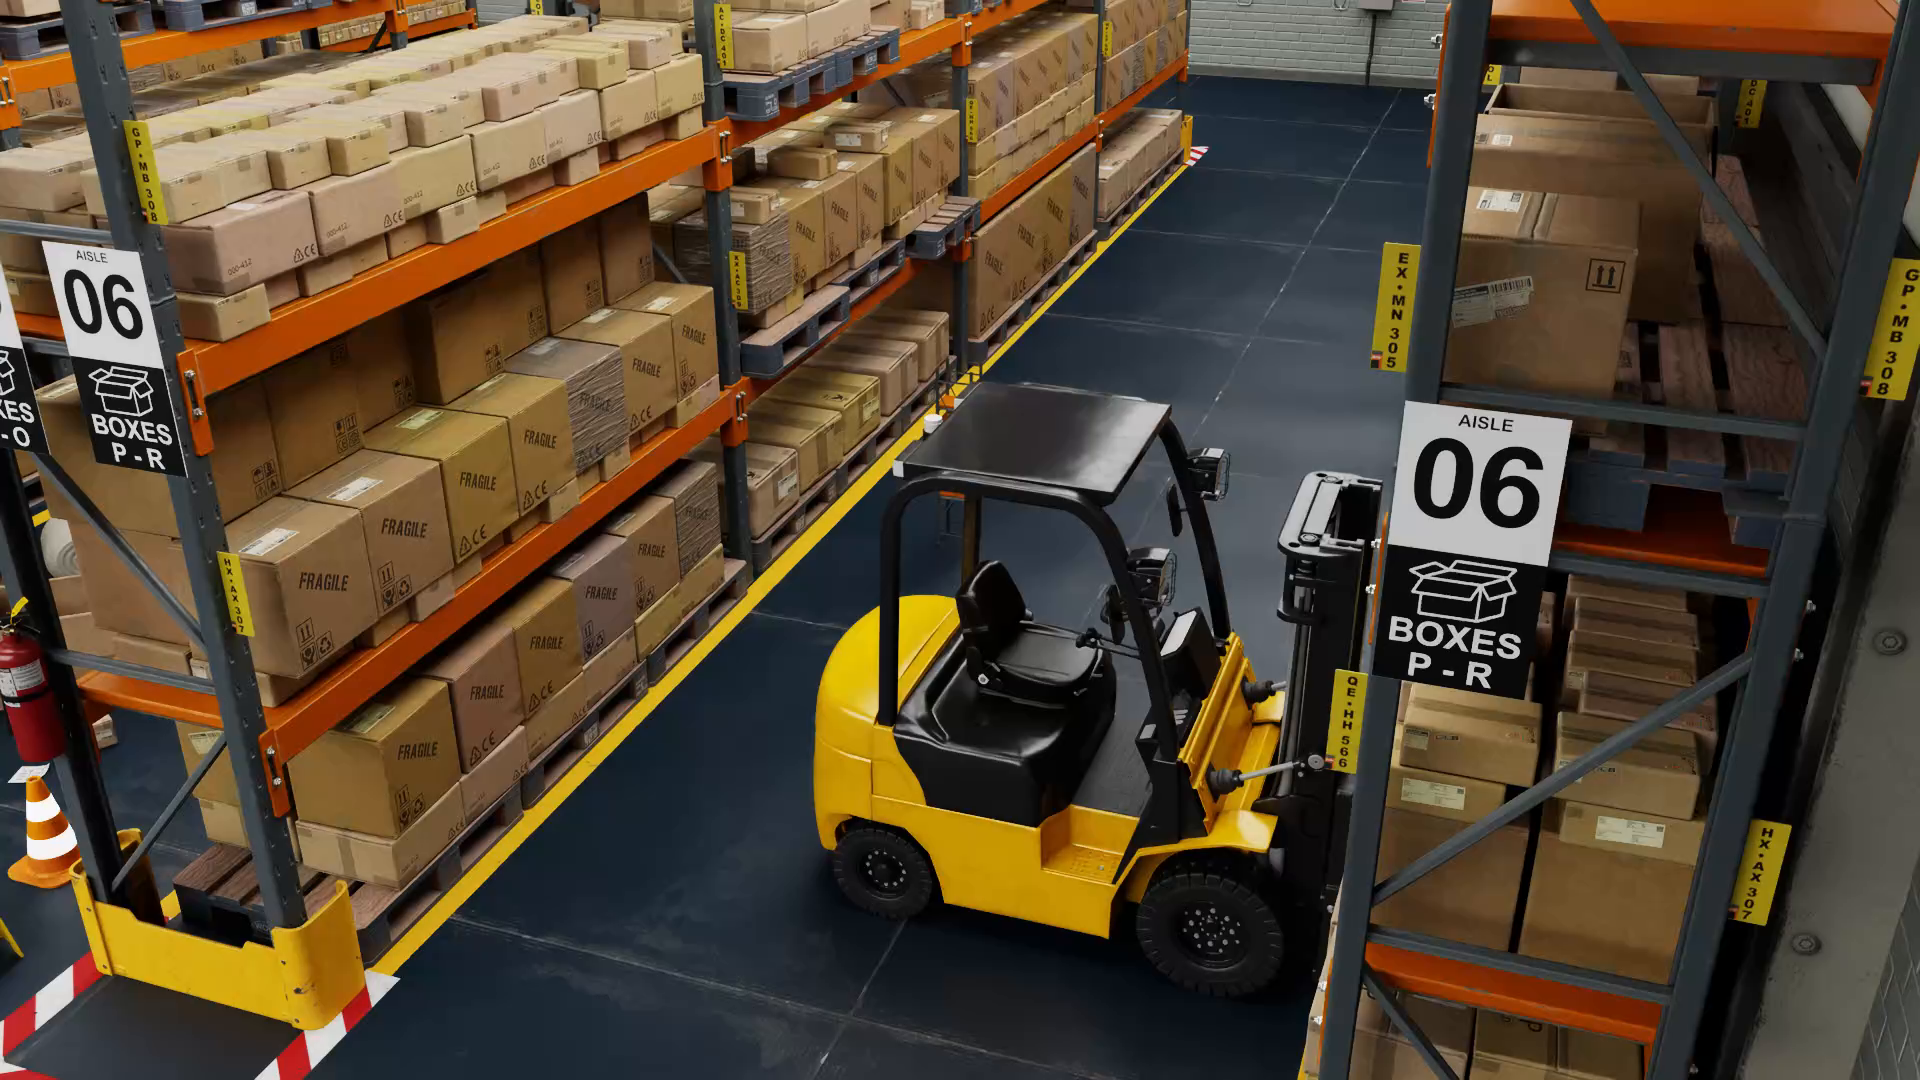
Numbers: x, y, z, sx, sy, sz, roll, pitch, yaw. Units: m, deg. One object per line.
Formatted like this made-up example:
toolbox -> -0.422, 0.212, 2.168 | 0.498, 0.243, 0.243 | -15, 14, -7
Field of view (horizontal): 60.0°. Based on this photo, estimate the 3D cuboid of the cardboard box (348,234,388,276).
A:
cardboard box -> -2.490, -1.152, 6.533 | 0.380, 0.149, 0.250 | 9, 27, 17

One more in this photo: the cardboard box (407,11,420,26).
cardboard box -> -7.257, -6.781, 21.601 | 0.380, 0.149, 0.250 | 8, 27, 16

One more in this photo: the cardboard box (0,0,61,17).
cardboard box -> -6.024, -3.551, 10.757 | 0.258, 0.266, 0.396 | 8, 27, 17

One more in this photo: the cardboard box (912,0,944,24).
cardboard box -> -0.334, -3.860, 12.127 | 0.380, 0.149, 0.250 | 9, 27, 17

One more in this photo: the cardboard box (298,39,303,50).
cardboard box -> -7.942, -5.932, 19.848 | 0.380, 0.149, 0.250 | 8, 27, 16

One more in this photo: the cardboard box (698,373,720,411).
cardboard box -> -1.578, -0.850, 9.351 | 0.380, 0.149, 0.250 | 8, 27, 17

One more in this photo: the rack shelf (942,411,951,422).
rack shelf -> -0.005, -0.710, 10.391 | 0.258, 0.103, 0.180 | 9, 27, 17

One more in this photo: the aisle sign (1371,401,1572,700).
aisle sign -> 1.294, 0.037, 4.248 | 0.394, 0.787, 0.004 | 9, 27, 17

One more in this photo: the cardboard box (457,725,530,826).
cardboard box -> -2.383, 1.053, 7.806 | 0.500, 0.250, 0.500 | 10, 27, 19

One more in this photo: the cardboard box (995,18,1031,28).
cardboard box -> 0.343, -4.570, 15.484 | 0.500, 0.500, 0.500 | 9, 27, 17

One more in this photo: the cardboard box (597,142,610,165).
cardboard box -> -1.934, -1.905, 8.089 | 0.380, 0.149, 0.250 | 8, 27, 16

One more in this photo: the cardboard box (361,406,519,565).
cardboard box -> -2.333, -0.252, 7.372 | 0.500, 0.500, 0.500 | 8, 27, 16

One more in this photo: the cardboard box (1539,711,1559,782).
cardboard box -> 1.972, 0.673, 5.058 | 0.380, 0.149, 0.250 | 9, 27, 17

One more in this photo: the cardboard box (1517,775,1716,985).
cardboard box -> 2.019, 1.015, 5.098 | 0.500, 0.500, 0.500 | 10, 27, 19

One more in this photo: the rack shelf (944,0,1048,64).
rack shelf -> 0.238, -4.631, 14.256 | 1.077, 0.370, 4.000 | 9, 27, 17

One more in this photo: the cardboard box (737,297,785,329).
cardboard box -> -1.276, -1.396, 9.998 | 0.380, 0.149, 0.250 | 9, 27, 18

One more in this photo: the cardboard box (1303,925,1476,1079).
cardboard box -> 1.452, 1.587, 5.556 | 0.500, 0.250, 0.500 | 10, 27, 19

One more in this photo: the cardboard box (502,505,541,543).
cardboard box -> -2.217, -0.125, 7.855 | 0.380, 0.149, 0.250 | 8, 27, 16

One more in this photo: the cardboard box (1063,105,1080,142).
cardboard box -> 0.822, -3.929, 15.595 | 0.500, 0.250, 0.500 | 8, 27, 17

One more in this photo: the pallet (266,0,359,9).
pallet -> -5.293, -4.452, 13.278 | 1.213, 0.211, 1.003 | 10, 28, 20

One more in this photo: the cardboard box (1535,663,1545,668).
cardboard box -> 1.860, 0.515, 6.129 | 0.500, 0.500, 0.500 | 8, 27, 16

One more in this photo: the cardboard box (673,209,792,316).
cardboard box -> -1.332, -1.658, 9.795 | 0.500, 0.500, 0.500 | 9, 27, 19

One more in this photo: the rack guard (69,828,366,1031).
rack guard -> -3.064, 1.598, 6.875 | 1.175, 0.500, 0.348 | 9, 27, 17

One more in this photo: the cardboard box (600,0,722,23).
cardboard box -> -1.686, -3.092, 9.369 | 0.500, 0.250, 0.500 | 9, 27, 19

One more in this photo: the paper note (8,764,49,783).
paper note -> -4.652, 1.164, 8.311 | 0.148, 0.019, 0.142 | 0, 26, -1

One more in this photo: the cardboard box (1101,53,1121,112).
cardboard box -> 1.307, -4.627, 16.749 | 0.500, 0.500, 0.500 | 10, 27, 19

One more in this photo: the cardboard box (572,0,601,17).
cardboard box -> -3.896, -5.964, 18.023 | 0.500, 0.500, 0.500 | 8, 27, 16

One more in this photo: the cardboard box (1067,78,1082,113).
cardboard box -> 0.827, -4.161, 15.501 | 0.500, 0.250, 0.500 | 9, 27, 19

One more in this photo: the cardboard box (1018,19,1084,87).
cardboard box -> 0.827, -4.488, 15.315 | 0.500, 0.500, 0.500 | 9, 27, 18

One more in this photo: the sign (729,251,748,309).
sign -> -1.244, -1.453, 9.316 | 0.100, 0.325, 0.005 | 9, 27, 17

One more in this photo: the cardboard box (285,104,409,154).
cardboard box -> -2.423, -1.615, 6.576 | 0.380, 0.149, 0.250 | 9, 27, 17

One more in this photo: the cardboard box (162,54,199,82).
cardboard box -> -8.678, -5.259, 18.055 | 0.500, 0.500, 0.500 | 8, 27, 17

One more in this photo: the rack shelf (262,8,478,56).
rack shelf -> -7.776, -6.362, 21.273 | 1.077, 0.370, 4.000 | 9, 27, 17

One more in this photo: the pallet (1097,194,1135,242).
pallet -> 1.231, -3.473, 17.680 | 1.003, 0.211, 1.213 | 9, 27, 17

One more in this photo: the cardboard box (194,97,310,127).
cardboard box -> -2.844, -1.677, 6.703 | 0.380, 0.149, 0.250 | 9, 27, 17

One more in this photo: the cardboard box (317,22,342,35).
cardboard box -> -7.868, -6.289, 20.128 | 0.500, 0.250, 0.500 | 9, 27, 17

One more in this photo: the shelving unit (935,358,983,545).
shelving unit -> -0.005, -0.534, 10.476 | 0.258, 1.200, 0.189 | 9, 27, 17

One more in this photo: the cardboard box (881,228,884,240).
cardboard box -> -0.749, -2.157, 11.569 | 0.380, 0.149, 0.250 | 9, 27, 18

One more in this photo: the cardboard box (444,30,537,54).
cardboard box -> -2.326, -2.435, 8.268 | 0.380, 0.149, 0.250 | 8, 27, 16

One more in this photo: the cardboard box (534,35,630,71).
cardboard box -> -1.843, -2.361, 8.116 | 0.380, 0.149, 0.250 | 9, 27, 19

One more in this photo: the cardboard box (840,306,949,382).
cardboard box -> -0.625, -1.559, 13.060 | 0.950, 0.372, 0.625 | 7, 27, 14

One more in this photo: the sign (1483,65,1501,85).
sign -> 2.409, -2.220, 7.497 | 0.100, 0.325, 0.005 | 9, 27, 17

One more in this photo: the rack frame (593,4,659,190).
rack frame -> -3.798, -5.103, 17.848 | 1.000, 3.000, 0.127 | 9, 27, 17

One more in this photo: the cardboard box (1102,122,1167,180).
cardboard box -> 1.813, -4.443, 18.943 | 0.875, 0.438, 0.875 | 9, 27, 19

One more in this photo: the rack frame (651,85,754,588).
rack frame -> -1.758, -1.139, 9.661 | 1.000, 3.000, 0.127 | 9, 27, 17

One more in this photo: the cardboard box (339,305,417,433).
cardboard box -> -2.877, -0.797, 7.351 | 0.700, 0.500, 0.500 | 8, 27, 17

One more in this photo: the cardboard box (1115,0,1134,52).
cardboard box -> 1.465, -5.289, 16.970 | 0.500, 0.500, 0.500 | 8, 27, 17

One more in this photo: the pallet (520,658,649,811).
pallet -> -2.353, 0.900, 8.649 | 1.003, 0.211, 1.213 | 9, 27, 17

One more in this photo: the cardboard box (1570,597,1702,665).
cardboard box -> 2.196, 0.332, 5.421 | 0.380, 0.149, 0.250 | 9, 27, 18

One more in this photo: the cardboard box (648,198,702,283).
cardboard box -> -1.821, -1.730, 9.943 | 0.500, 0.500, 0.500 | 8, 27, 16

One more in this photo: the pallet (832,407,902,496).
pallet -> -1.096, -0.707, 11.969 | 1.003, 0.211, 1.213 | 9, 27, 17

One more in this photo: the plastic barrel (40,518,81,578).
plastic barrel -> -5.391, 0.033, 10.197 | 0.421, 0.421, 0.512 | -14, 29, -27

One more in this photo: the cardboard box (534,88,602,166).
cardboard box -> -2.002, -1.920, 7.662 | 0.500, 0.250, 0.500 | 8, 27, 17

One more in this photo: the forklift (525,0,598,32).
forklift -> -3.501, -2.592, 12.741 | 3.031, 2.935, 1.130 | -6, 26, -12

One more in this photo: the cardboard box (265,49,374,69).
cardboard box -> -5.288, -3.771, 13.835 | 0.700, 0.500, 0.500 | 9, 27, 17

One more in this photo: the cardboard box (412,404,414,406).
cardboard box -> -2.641, -0.553, 7.994 | 0.500, 0.500, 0.500 | 9, 27, 18

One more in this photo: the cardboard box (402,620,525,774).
cardboard box -> -2.383, 0.699, 7.677 | 0.500, 0.500, 0.500 | 8, 27, 16
